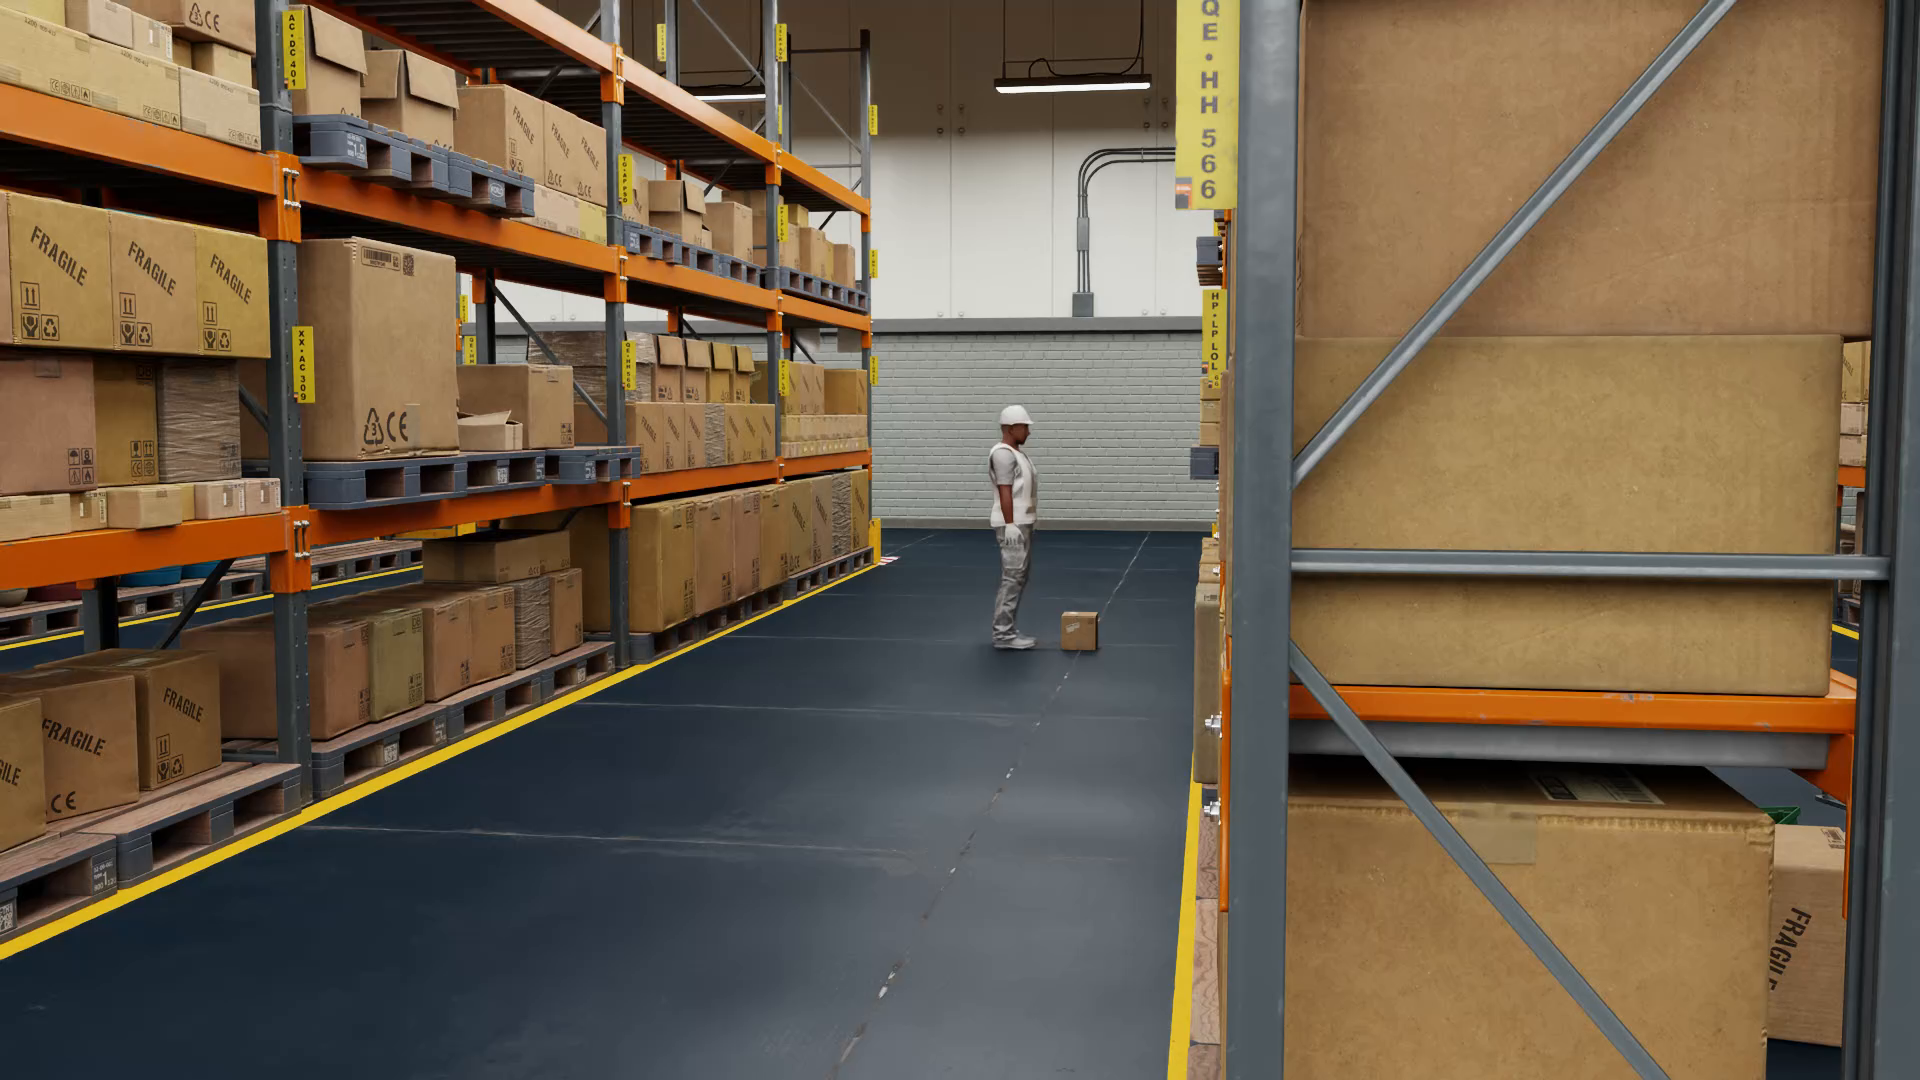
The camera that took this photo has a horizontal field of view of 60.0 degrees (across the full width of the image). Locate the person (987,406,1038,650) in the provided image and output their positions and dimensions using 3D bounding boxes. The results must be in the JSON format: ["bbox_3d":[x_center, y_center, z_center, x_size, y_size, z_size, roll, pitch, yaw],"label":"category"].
[{"bbox_3d":[0.399,-0.097,12.260,0.361,1.781,0.547,1,4,10],"label":"person"}]
